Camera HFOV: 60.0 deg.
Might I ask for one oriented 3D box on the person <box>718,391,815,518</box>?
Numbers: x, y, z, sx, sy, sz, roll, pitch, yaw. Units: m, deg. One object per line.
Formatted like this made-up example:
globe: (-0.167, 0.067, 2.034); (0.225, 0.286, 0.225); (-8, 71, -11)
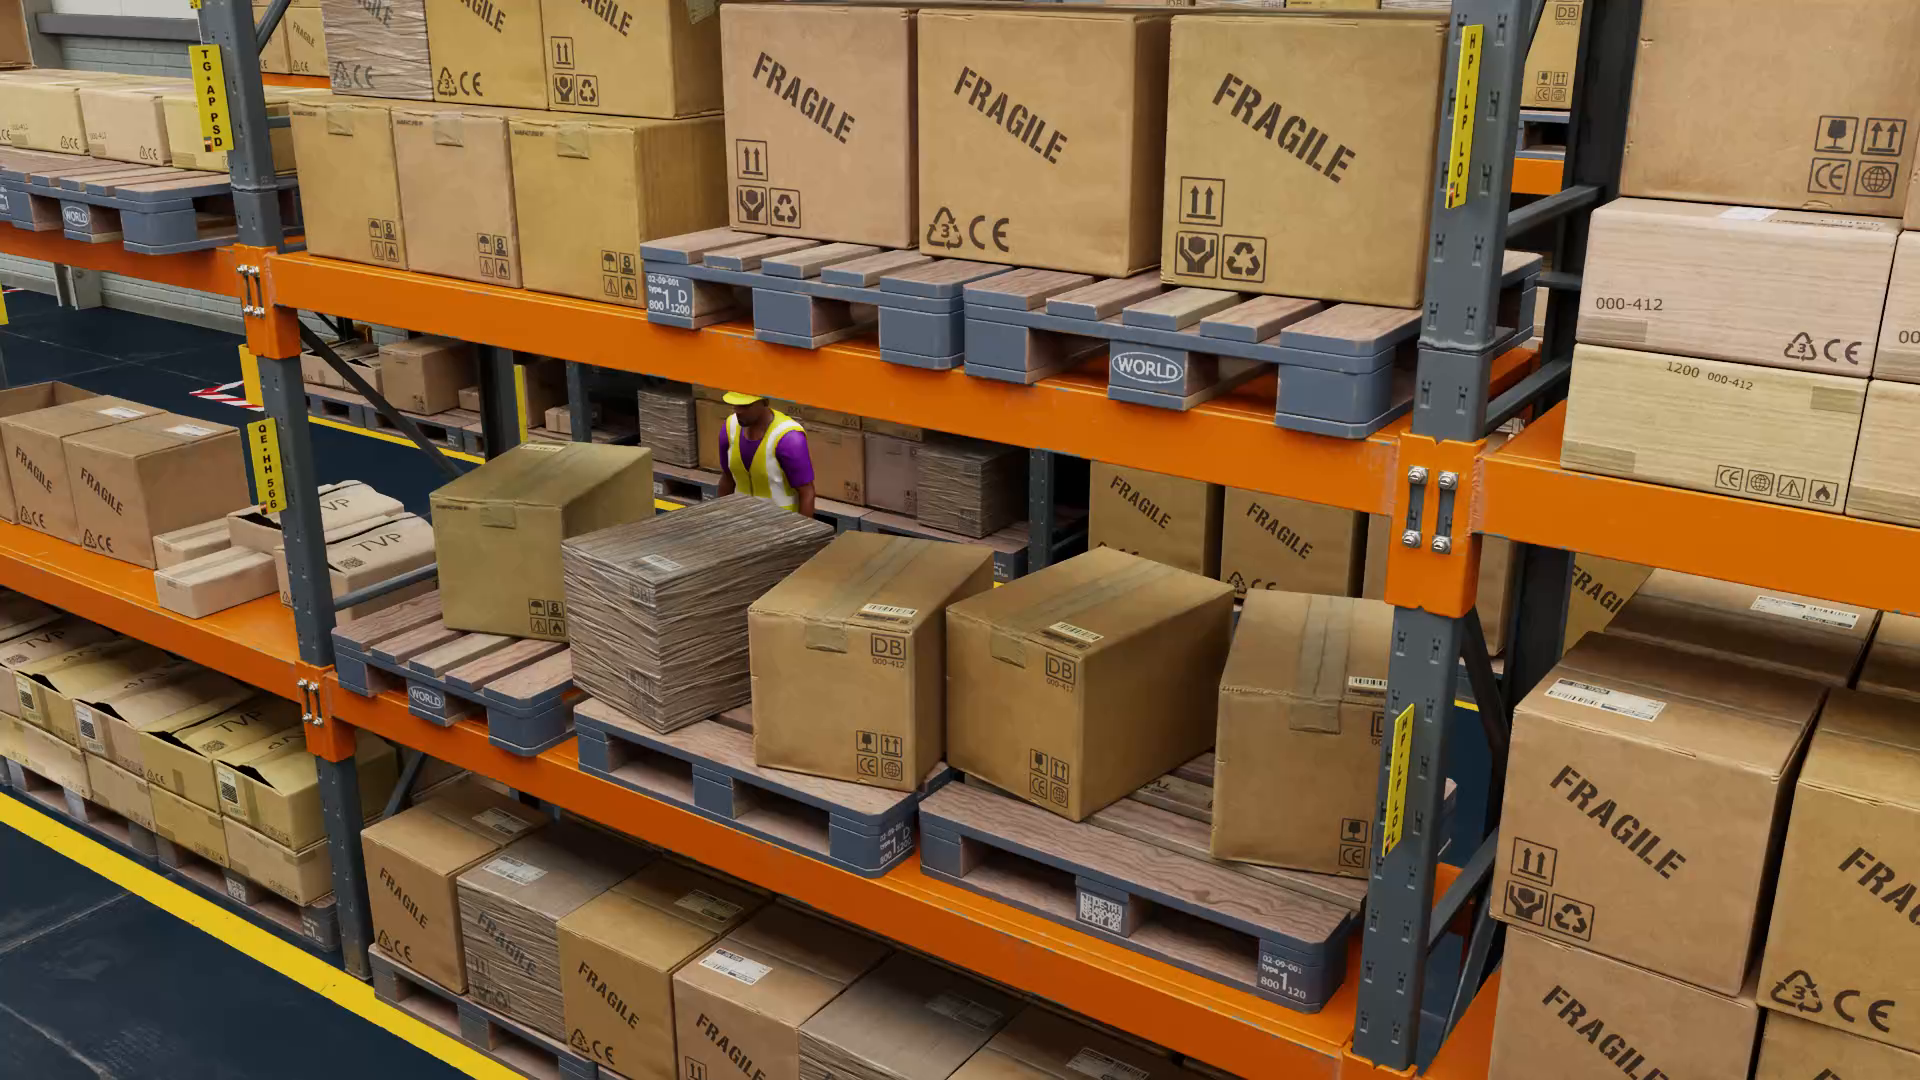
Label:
person: (-1.037, -0.059, 8.714); (0.628, 1.757, 0.458); (13, 23, 32)
